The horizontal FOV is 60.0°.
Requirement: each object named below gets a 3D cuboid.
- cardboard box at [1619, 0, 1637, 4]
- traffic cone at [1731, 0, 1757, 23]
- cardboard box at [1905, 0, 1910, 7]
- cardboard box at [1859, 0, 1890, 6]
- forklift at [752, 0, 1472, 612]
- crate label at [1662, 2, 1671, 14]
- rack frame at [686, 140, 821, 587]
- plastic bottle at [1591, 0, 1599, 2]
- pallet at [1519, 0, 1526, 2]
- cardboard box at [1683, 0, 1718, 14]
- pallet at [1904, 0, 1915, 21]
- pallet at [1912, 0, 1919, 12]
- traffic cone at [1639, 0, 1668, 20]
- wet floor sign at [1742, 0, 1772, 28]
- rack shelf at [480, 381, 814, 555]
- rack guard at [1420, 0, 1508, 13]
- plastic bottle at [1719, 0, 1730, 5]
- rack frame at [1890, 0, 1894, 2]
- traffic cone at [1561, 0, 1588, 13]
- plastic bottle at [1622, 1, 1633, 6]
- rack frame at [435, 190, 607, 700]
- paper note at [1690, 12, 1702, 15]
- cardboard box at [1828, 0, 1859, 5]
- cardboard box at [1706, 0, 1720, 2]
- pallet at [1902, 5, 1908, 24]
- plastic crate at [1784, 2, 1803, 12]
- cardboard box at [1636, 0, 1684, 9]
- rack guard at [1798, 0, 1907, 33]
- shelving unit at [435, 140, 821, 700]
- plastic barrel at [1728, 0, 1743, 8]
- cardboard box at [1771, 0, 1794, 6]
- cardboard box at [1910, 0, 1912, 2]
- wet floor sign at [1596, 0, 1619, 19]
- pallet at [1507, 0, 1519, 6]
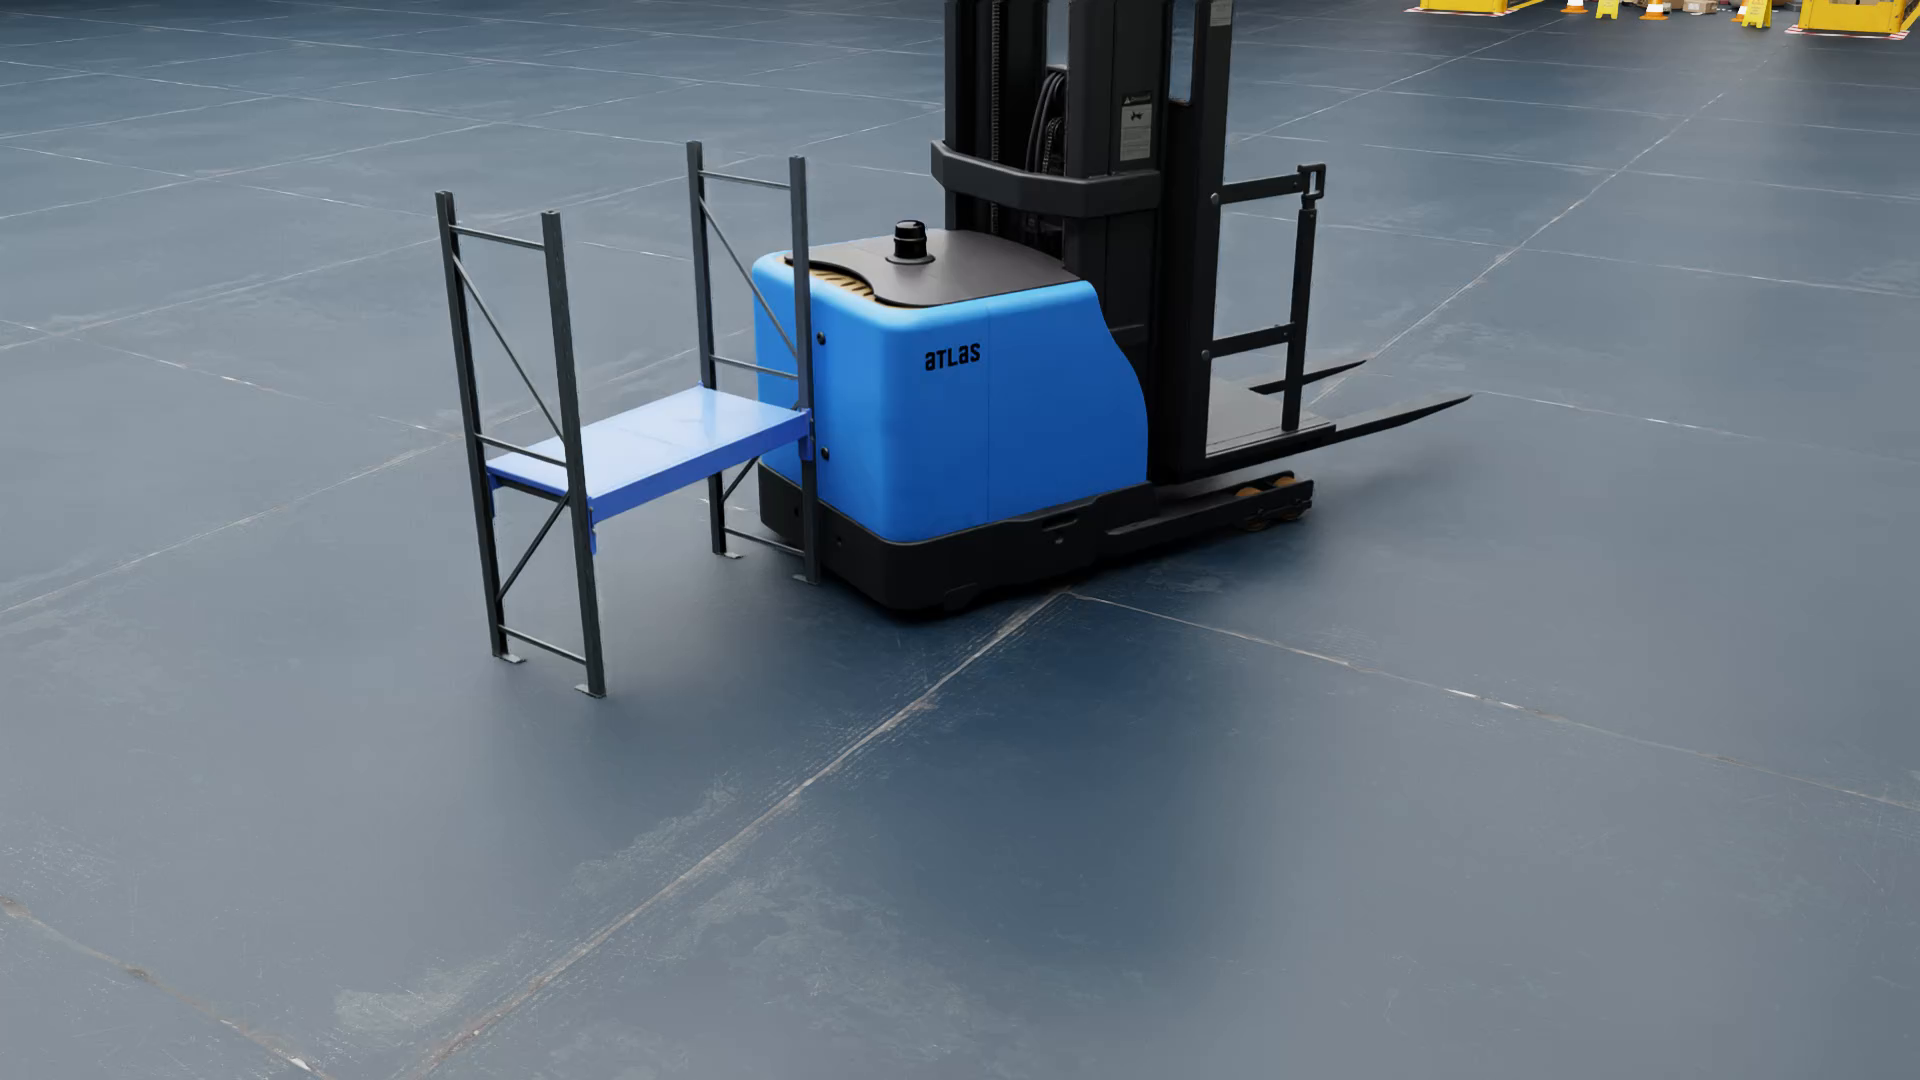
[{"bbox_3d":[9.960,-8.087,24.597,0.396,0.266,0.258,20,30,38],"label":"cardboard box"},{"bbox_3d":[10.581,-7.206,22.313,0.336,0.463,0.334,14,27,29],"label":"traffic cone"},{"bbox_3d":[12.386,-7.271,22.202,0.500,0.250,0.500,15,28,31],"label":"cardboard box"},{"bbox_3d":[12.111,-7.100,21.808,0.500,0.250,0.500,14,27,29],"label":"cardboard box"},{"bbox_3d":[0.756,-1.537,6.111,3.031,2.935,1.130,-15,28,-31],"label":"forklift"},{"bbox_3d":[9.821,-7.453,23.293,0.250,0.136,0.298,1,23,2],"label":"crate label"},{"bbox_3d":[-0.703,-0.587,5.718,0.500,1.500,0.032,16,28,33],"label":"rack frame"},{"bbox_3d":[9.561,-8.054,24.777,0.283,0.061,0.133,5,24,11],"label":"plastic bottle"},{"bbox_3d":[8.191,-8.375,25.330,1.003,0.211,1.213,14,27,29],"label":"pallet"},{"bbox_3d":[10.425,-7.512,23.415,0.250,0.149,0.380,-12,26,-26],"label":"cardboard box"},{"bbox_3d":[12.593,-7.378,23.027,1.003,0.211,1.213,14,27,29],"label":"pallet"},{"bbox_3d":[13.236,-7.791,23.982,1.003,0.211,1.213,14,27,29],"label":"pallet"},{"bbox_3d":[9.459,-7.324,22.586,0.336,0.463,0.334,14,27,29],"label":"traffic cone"},{"bbox_3d":[10.441,-7.035,21.687,0.232,0.644,0.267,-17,29,-35],"label":"wet floor sign"},{"bbox_3d":[-1.003,-0.259,5.413,0.538,0.185,1.000,16,28,33],"label":"rack shelf"},{"bbox_3d":[7.179,-7.803,23.645,1.175,0.500,0.348,14,27,29],"label":"rack guard"},{"bbox_3d":[11.286,-7.914,24.454,0.133,0.061,0.283,20,30,38],"label":"plastic bottle"},{"bbox_3d":[11.450,-7.955,20.850,1.000,3.000,0.127,14,27,29],"label":"rack frame"},{"bbox_3d":[8.678,-7.676,23.398,0.336,0.463,0.334,14,27,29],"label":"traffic cone"},{"bbox_3d":[9.741,-7.839,24.280,0.133,0.061,0.283,5,24,11],"label":"plastic bottle"},{"bbox_3d":[-1.303,-0.261,4.965,0.500,1.500,0.032,16,28,33],"label":"rack frame"},{"bbox_3d":[10.258,-7.329,23.140,0.148,0.019,0.142,5,24,11],"label":"paper note"},{"bbox_3d":[11.661,-7.223,22.092,0.500,0.250,0.500,14,27,29],"label":"cardboard box"},{"bbox_3d":[11.307,-8.225,24.915,0.258,0.266,0.396,-3,24,-7],"label":"cardboard box"},{"bbox_3d":[11.949,-6.968,22.079,1.003,0.211,1.213,14,27,29],"label":"pallet"},{"bbox_3d":[12.035,-7.607,23.721,0.402,0.080,0.583,5,24,11],"label":"plastic crate"},{"bbox_3d":[10.226,-7.933,23.941,0.797,0.503,0.637,-3,24,-7],"label":"cardboard box"},{"bbox_3d":[11.490,-6.833,21.406,1.175,0.500,0.348,14,27,29],"label":"rack guard"},{"bbox_3d":[-1.003,-0.424,5.341,0.538,1.500,1.048,16,28,33],"label":"shelving unit"},{"bbox_3d":[11.254,-7.787,23.705,0.421,0.421,0.512,-7,24,-17],"label":"plastic barrel"},{"bbox_3d":[11.839,-8.082,24.288,0.500,0.500,0.500,-7,24,-17],"label":"cardboard box"},{"bbox_3d":[12.664,-7.458,22.633,0.500,0.250,0.500,16,28,32],"label":"cardboard box"},{"bbox_3d":[8.859,-7.453,22.654,0.267,0.644,0.232,9,25,20],"label":"wet floor sign"},{"bbox_3d":[7.547,-7.965,24.382,1.003,0.211,1.213,14,27,29],"label":"pallet"}]
